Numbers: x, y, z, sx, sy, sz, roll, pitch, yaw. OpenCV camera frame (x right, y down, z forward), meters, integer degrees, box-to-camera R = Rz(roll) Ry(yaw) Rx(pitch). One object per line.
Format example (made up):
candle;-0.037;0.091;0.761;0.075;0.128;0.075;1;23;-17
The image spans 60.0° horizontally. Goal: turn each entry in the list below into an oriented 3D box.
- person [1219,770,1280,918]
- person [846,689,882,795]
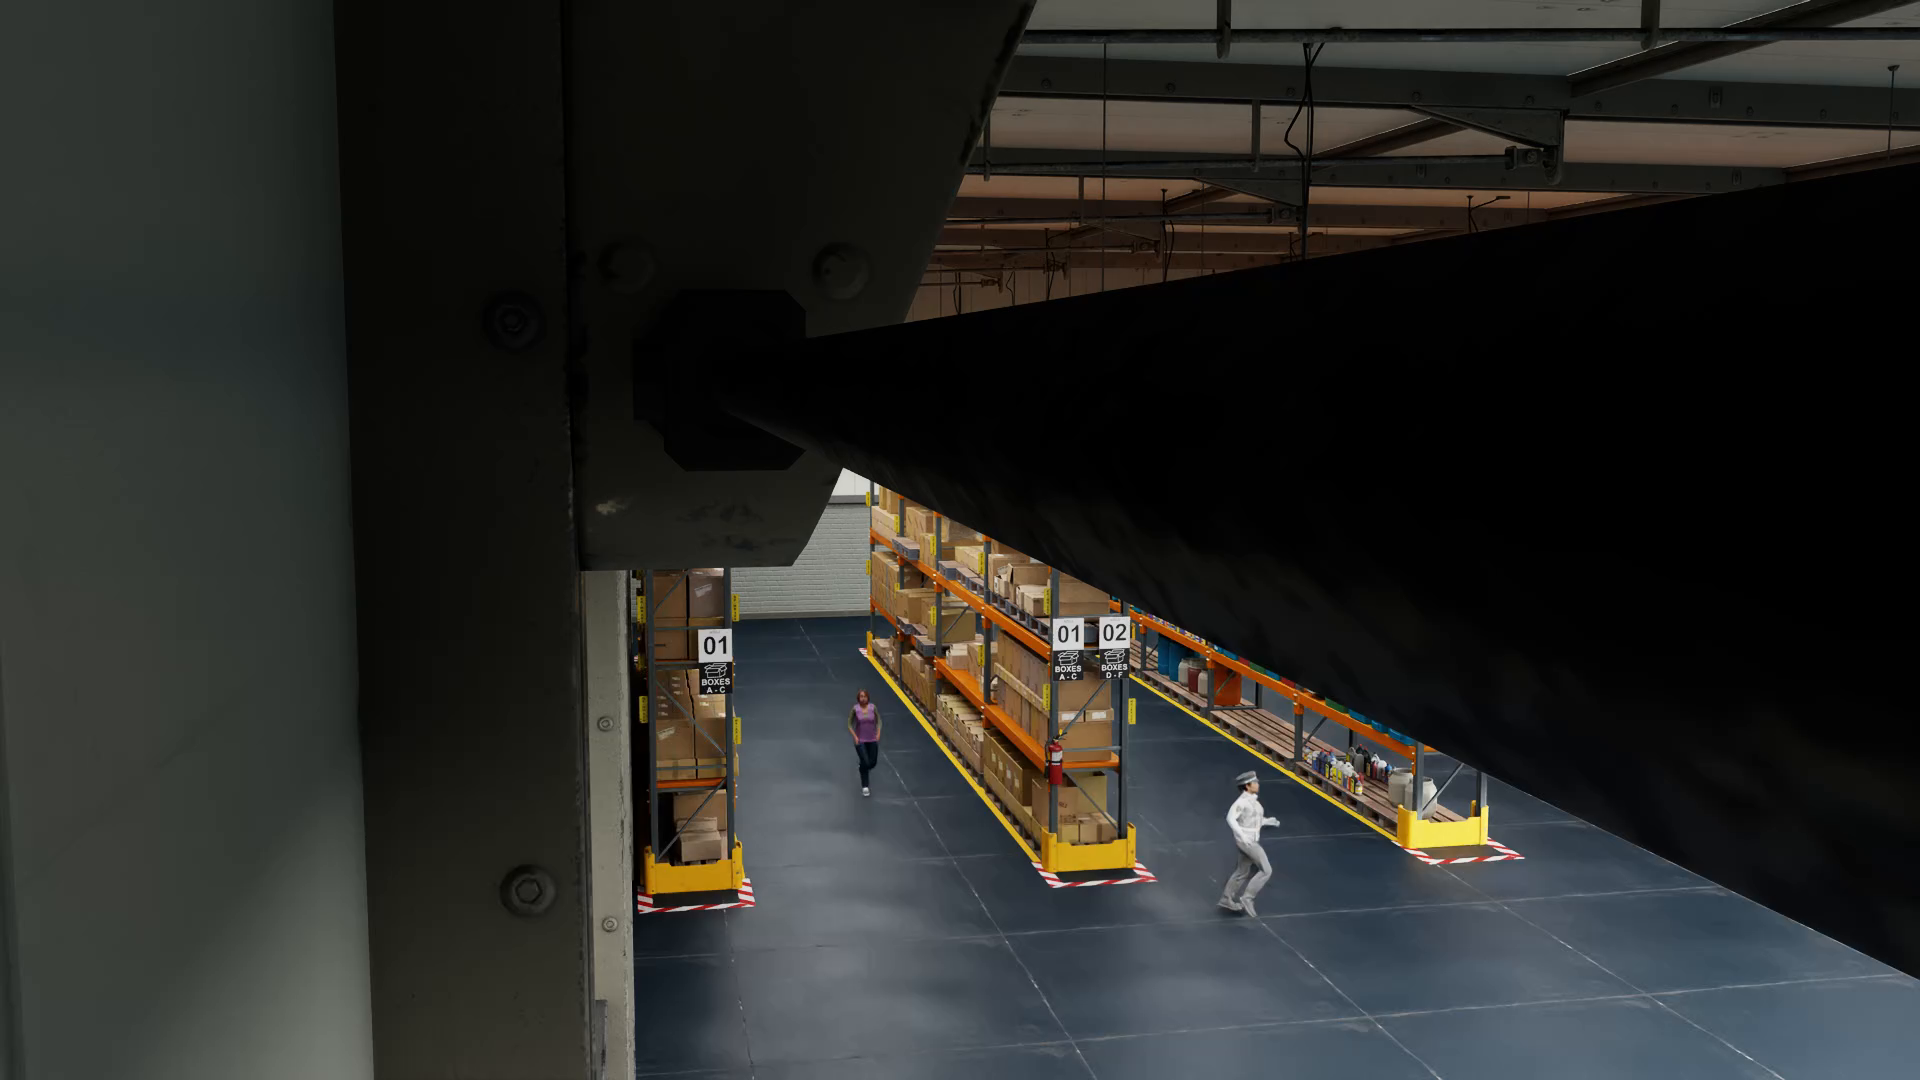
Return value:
person;3.351;3.501;19.193;0.668;1.704;0.587;1;6;12
person;-1.426;2.984;24.735;0.537;1.568;0.506;-2;6;-15
